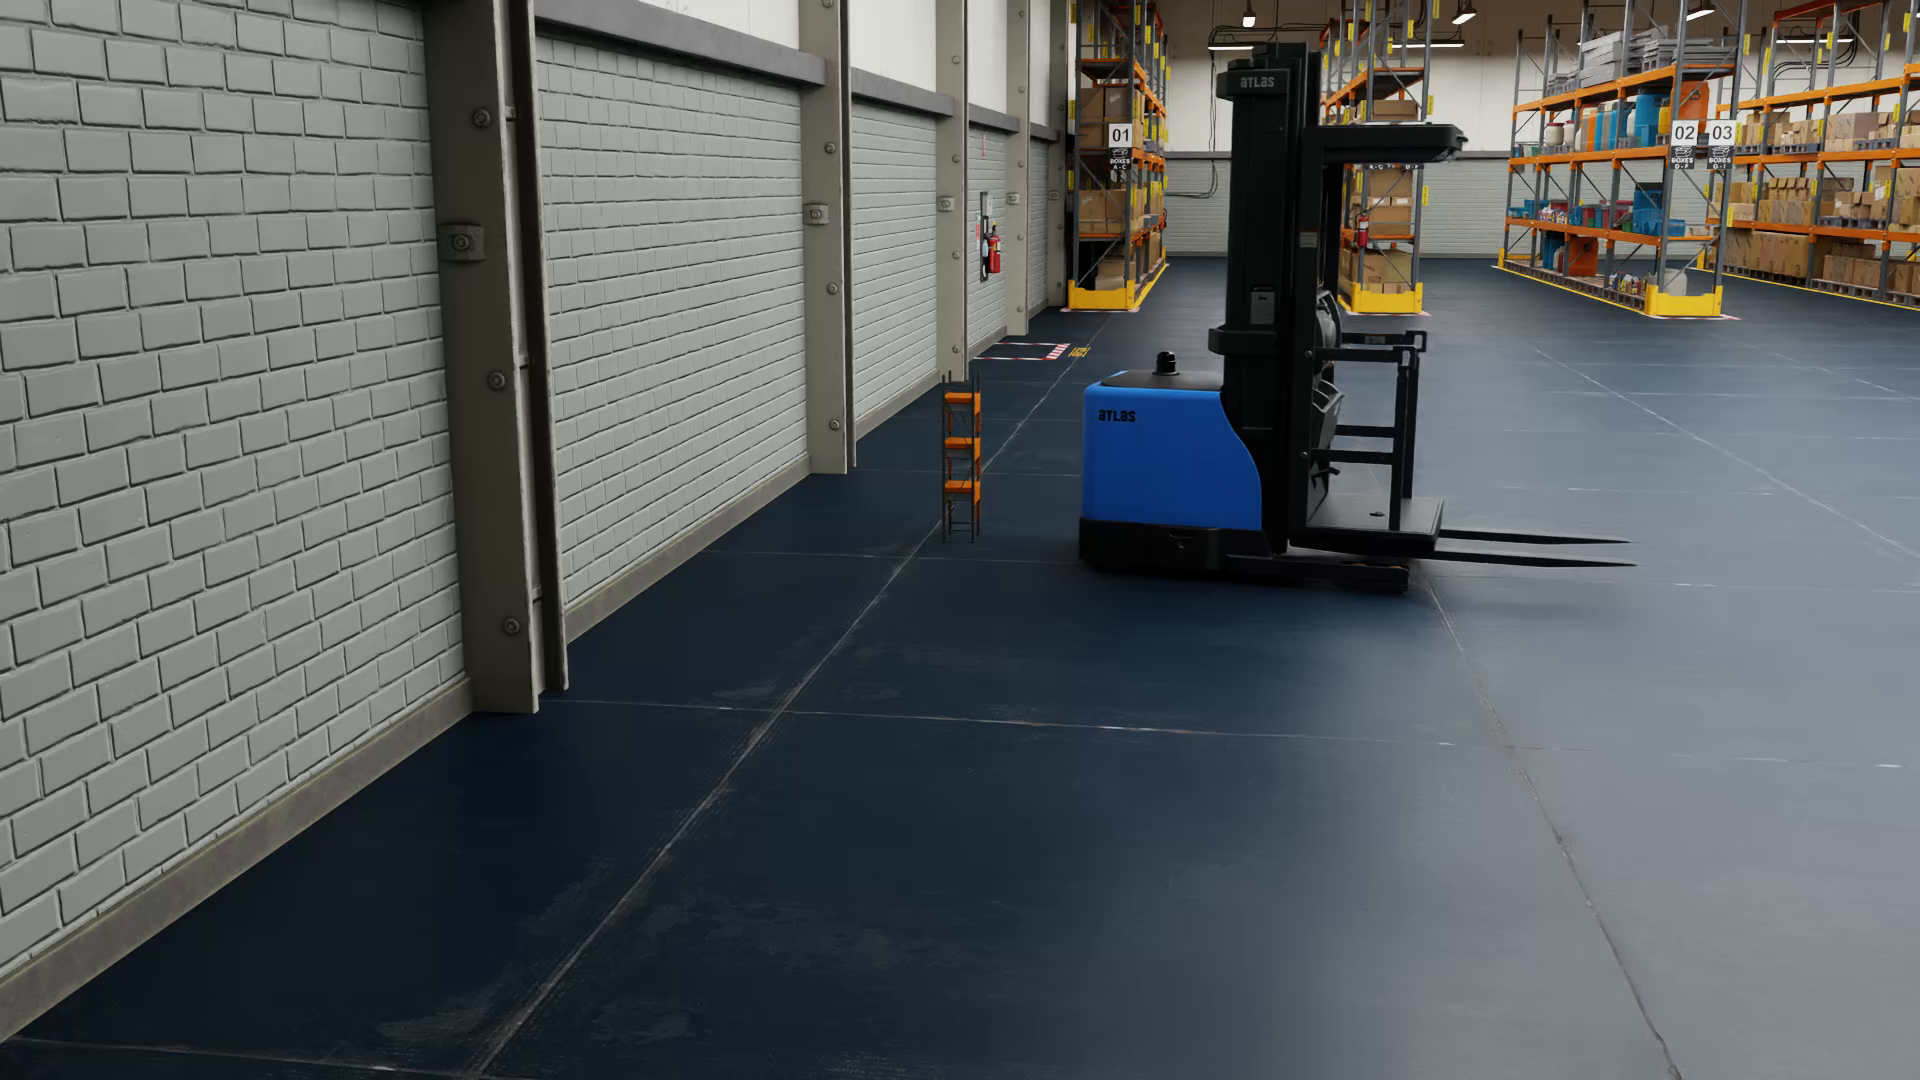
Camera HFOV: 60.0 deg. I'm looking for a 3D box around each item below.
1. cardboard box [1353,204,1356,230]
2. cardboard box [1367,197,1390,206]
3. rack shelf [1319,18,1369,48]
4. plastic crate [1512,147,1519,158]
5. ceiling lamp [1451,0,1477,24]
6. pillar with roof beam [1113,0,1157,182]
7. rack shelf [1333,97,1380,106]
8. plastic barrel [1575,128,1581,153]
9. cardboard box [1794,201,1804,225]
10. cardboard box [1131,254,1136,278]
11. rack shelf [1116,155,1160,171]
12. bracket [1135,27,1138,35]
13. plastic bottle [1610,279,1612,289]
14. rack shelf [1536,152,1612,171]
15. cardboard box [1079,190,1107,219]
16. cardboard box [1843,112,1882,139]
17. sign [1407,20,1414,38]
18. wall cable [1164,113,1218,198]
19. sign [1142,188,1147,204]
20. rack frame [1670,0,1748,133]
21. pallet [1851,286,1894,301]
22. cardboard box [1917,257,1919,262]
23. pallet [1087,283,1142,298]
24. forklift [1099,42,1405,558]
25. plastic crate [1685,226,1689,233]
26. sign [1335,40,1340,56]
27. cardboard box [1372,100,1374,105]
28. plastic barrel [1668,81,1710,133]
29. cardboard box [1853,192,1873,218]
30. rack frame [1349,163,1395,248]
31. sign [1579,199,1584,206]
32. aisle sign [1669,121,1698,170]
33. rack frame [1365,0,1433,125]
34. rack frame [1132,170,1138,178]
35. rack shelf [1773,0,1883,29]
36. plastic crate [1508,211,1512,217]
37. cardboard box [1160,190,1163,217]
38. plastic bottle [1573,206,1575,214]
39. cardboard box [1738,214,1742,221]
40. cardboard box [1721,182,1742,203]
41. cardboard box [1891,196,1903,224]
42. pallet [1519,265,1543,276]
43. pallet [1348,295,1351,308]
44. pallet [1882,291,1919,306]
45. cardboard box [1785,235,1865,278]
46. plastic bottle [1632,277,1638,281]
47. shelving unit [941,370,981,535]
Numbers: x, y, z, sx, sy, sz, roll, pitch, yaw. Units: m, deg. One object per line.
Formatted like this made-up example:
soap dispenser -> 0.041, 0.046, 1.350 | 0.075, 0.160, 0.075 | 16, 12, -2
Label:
cardboard box -> 7.954, -6.225, 32.023 | 0.700, 0.500, 0.500 | 2, 12, 7
cardboard box -> 7.271, -5.888, 28.918 | 0.380, 0.149, 0.250 | 2, 12, 8
rack shelf -> 9.554, -12.556, 41.216 | 1.077, 0.370, 4.000 | 2, 12, 9
plastic crate -> 14.421, -9.937, 42.673 | 0.497, 0.269, 0.590 | 2, 12, 9
ceiling lamp -> 11.788, -13.458, 37.727 | 0.800, 3.185, 2.000 | 2, 12, 9
pillar with roof beam -> 8.781, -12.310, 46.254 | 9.100, 9.000, 0.548 | 2, 12, 9
rack shelf -> 8.939, -9.973, 37.729 | 0.831, 0.071, 3.687 | 2, 12, 9
plastic barrel -> 13.175, -8.407, 34.996 | 0.421, 0.512, 0.421 | 0, 12, 0
cardboard box -> 18.333, -7.043, 35.818 | 0.500, 0.500, 0.500 | 2, 12, 8
cardboard box -> 3.366, -5.790, 35.128 | 0.700, 0.500, 0.500 | 2, 12, 9
rack shelf -> 4.043, -8.792, 38.759 | 1.077, 0.370, 4.000 | 2, 12, 9
bracket -> 4.814, -14.111, 46.068 | 0.235, 0.232, 0.430 | 2, 12, 9
plastic bottle -> 12.412, -4.882, 31.623 | 0.097, 0.201, 0.097 | 0, 12, 0
rack shelf -> 13.833, -8.471, 37.270 | 1.077, 0.370, 4.000 | 2, 12, 9
cardboard box -> 2.368, -6.004, 29.762 | 0.500, 0.500, 0.500 | 2, 12, 8
cardboard box -> 17.941, -8.240, 33.063 | 0.500, 0.500, 0.500 | 2, 12, 7
sign -> 8.561, -9.713, 31.608 | 0.100, 0.325, 0.005 | 2, 12, 9
wall cable -> 6.189, -11.507, 49.900 | 3.097, 2.526, 0.112 | 2, 12, 9
sign -> 3.658, -6.836, 33.038 | 0.100, 0.325, 0.005 | 2, 12, 9
rack frame -> 12.295, -8.208, 27.219 | 1.000, 3.000, 0.127 | 2, 12, 9
pallet -> 17.922, -4.746, 32.016 | 1.003, 0.211, 1.213 | 2, 12, 9
cardboard box -> 24.138, -6.976, 41.516 | 0.380, 0.149, 0.250 | 2, 12, 10
pallet -> 3.052, -4.925, 32.844 | 1.003, 0.211, 1.213 | 2, 12, 9
forklift -> 19.015, -5.232, 27.280 | 23.140, 3.159, 46.598 | 4, 13, 18
plastic crate -> 12.910, -5.633, 30.136 | 0.530, 0.136, 0.437 | 2, 12, 9
sign -> 8.094, -10.545, 35.660 | 0.100, 0.325, 0.005 | 2, 12, 9
cardboard box -> 8.150, -8.361, 32.629 | 0.500, 0.500, 0.500 | 2, 12, 9
plastic barrel -> 12.244, -7.262, 27.934 | 0.600, 0.830, 0.708 | 2, 12, 9
cardboard box -> 17.979, -6.567, 32.603 | 0.797, 0.503, 0.637 | 3, 13, 14
rack frame -> 8.013, -6.269, 32.463 | 0.949, 2.616, 0.053 | 2, 12, 9
sign -> 14.684, -7.890, 39.328 | 0.100, 0.325, 0.005 | 2, 12, 9
aisle sign -> 11.990, -6.541, 27.552 | 0.394, 0.787, 0.004 | 2, 12, 9
rack frame -> 7.401, -8.369, 27.967 | 1.000, 3.000, 0.127 | 2, 12, 9
rack frame -> 18.426, -8.246, 34.518 | 30.676, 5.616, 16.049 | 2, 12, 9
rack shelf -> 18.727, -11.402, 35.859 | 1.077, 0.370, 4.000 | 2, 12, 9
plastic crate -> 14.261, -8.401, 42.841 | 0.250, 0.136, 0.298 | 2, 12, 9
cardboard box -> 4.797, -8.815, 43.565 | 0.980, 0.700, 0.700 | 2, 12, 8
plastic bottle -> 14.151, -7.513, 38.353 | 0.144, 0.351, 0.185 | 2, 12, 9
cardboard box -> 18.876, -7.724, 39.812 | 0.380, 0.149, 0.250 | 2, 12, 10
cardboard box -> 19.158, -8.581, 41.059 | 0.500, 0.500, 0.500 | 2, 12, 7
cardboard box -> 17.674, -6.050, 30.502 | 0.875, 0.500, 0.500 | 2, 12, 9
pallet -> 14.215, -6.564, 40.452 | 1.003, 0.211, 1.213 | 2, 12, 9
pallet -> 15.141, -4.293, 29.913 | 16.062, 0.211, 4.128 | 2, 12, 9
pallet -> 17.736, -4.443, 30.609 | 1.003, 0.211, 1.213 | 2, 12, 9
cardboard box -> 18.546, -6.090, 35.676 | 1.225, 0.875, 0.875 | 1, 12, 6
plastic bottle -> 12.432, -4.709, 30.647 | 0.152, 0.276, 0.135 | 2, 12, 9
shelving unit -> 0.008, -0.525, 10.436 | 0.215, 1.050, 0.249 | 2, 12, 9
